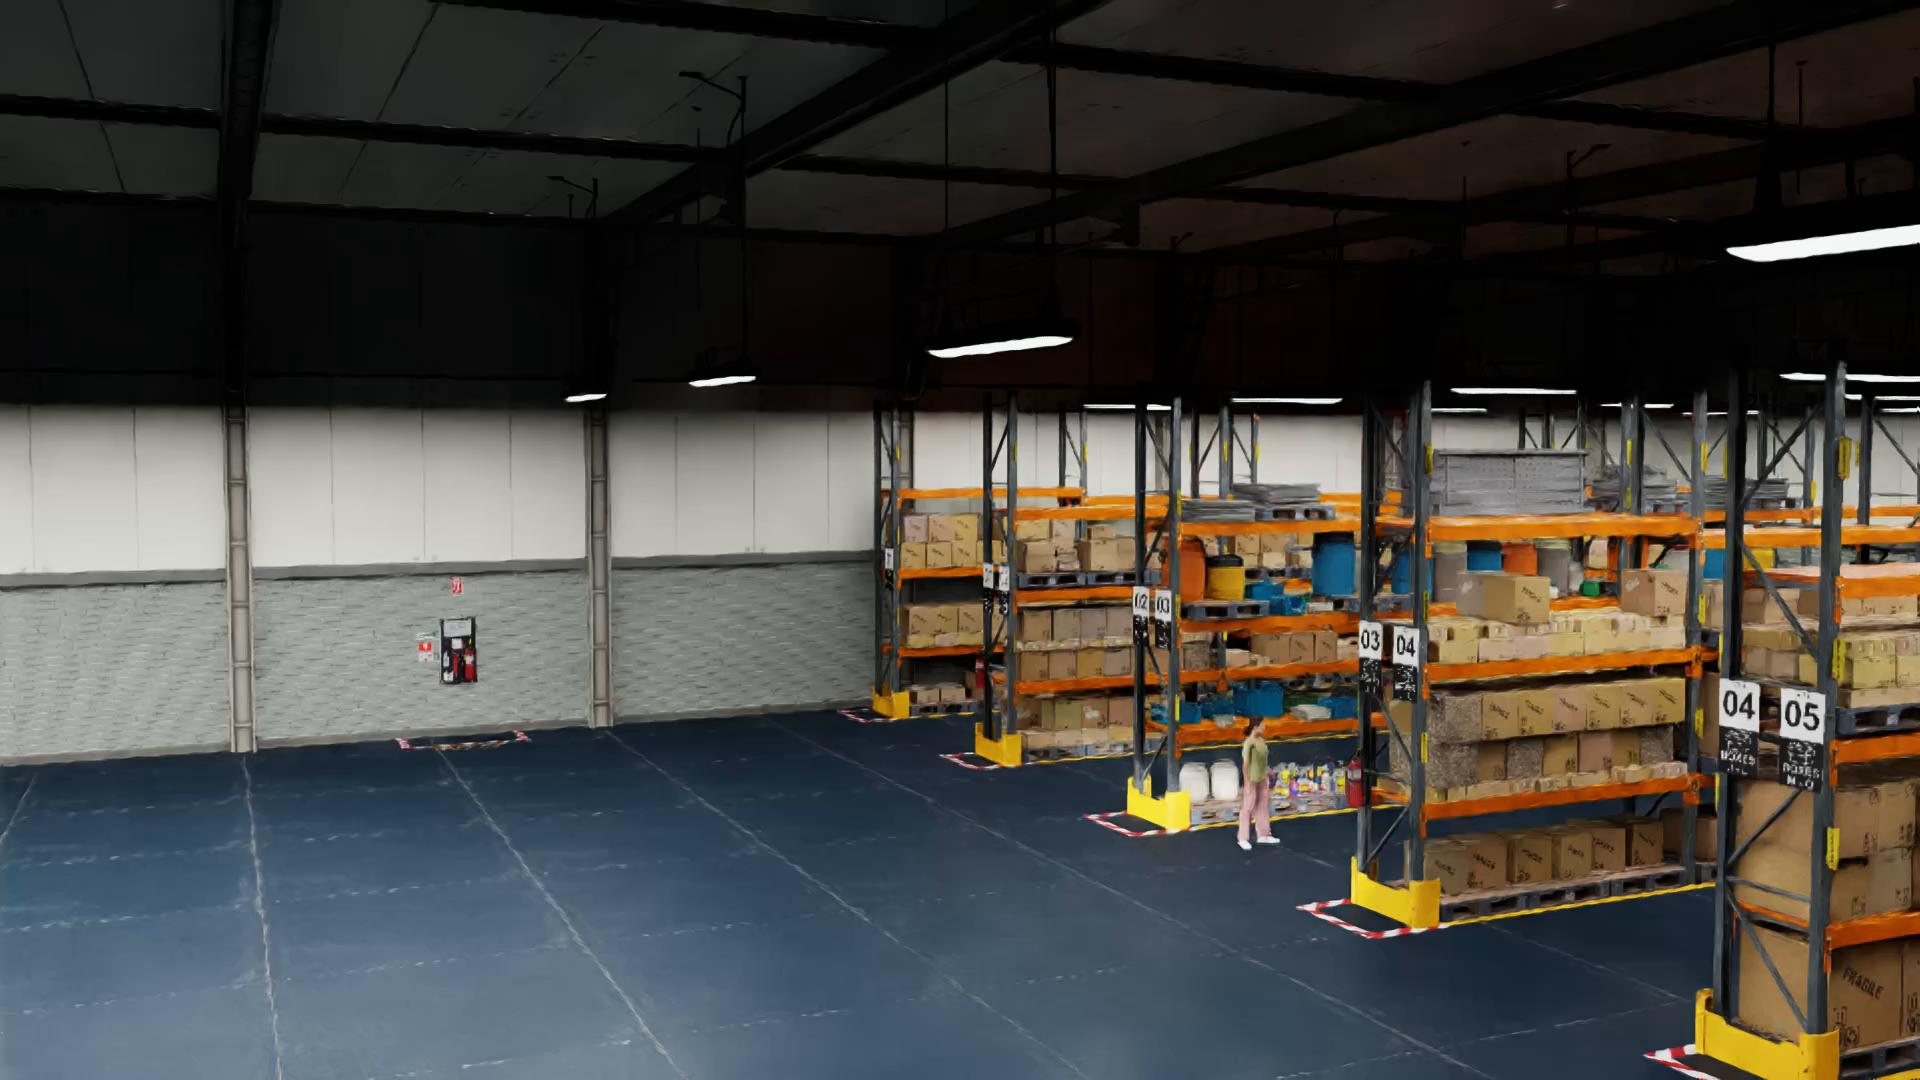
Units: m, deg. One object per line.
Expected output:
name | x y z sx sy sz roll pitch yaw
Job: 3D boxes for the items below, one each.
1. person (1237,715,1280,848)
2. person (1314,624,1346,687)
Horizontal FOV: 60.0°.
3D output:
person | 3.810 3.074 21.244 0.454 1.679 0.539 3 4 38
person | 7.463 2.384 33.680 0.998 1.625 0.500 -2 4 -26
